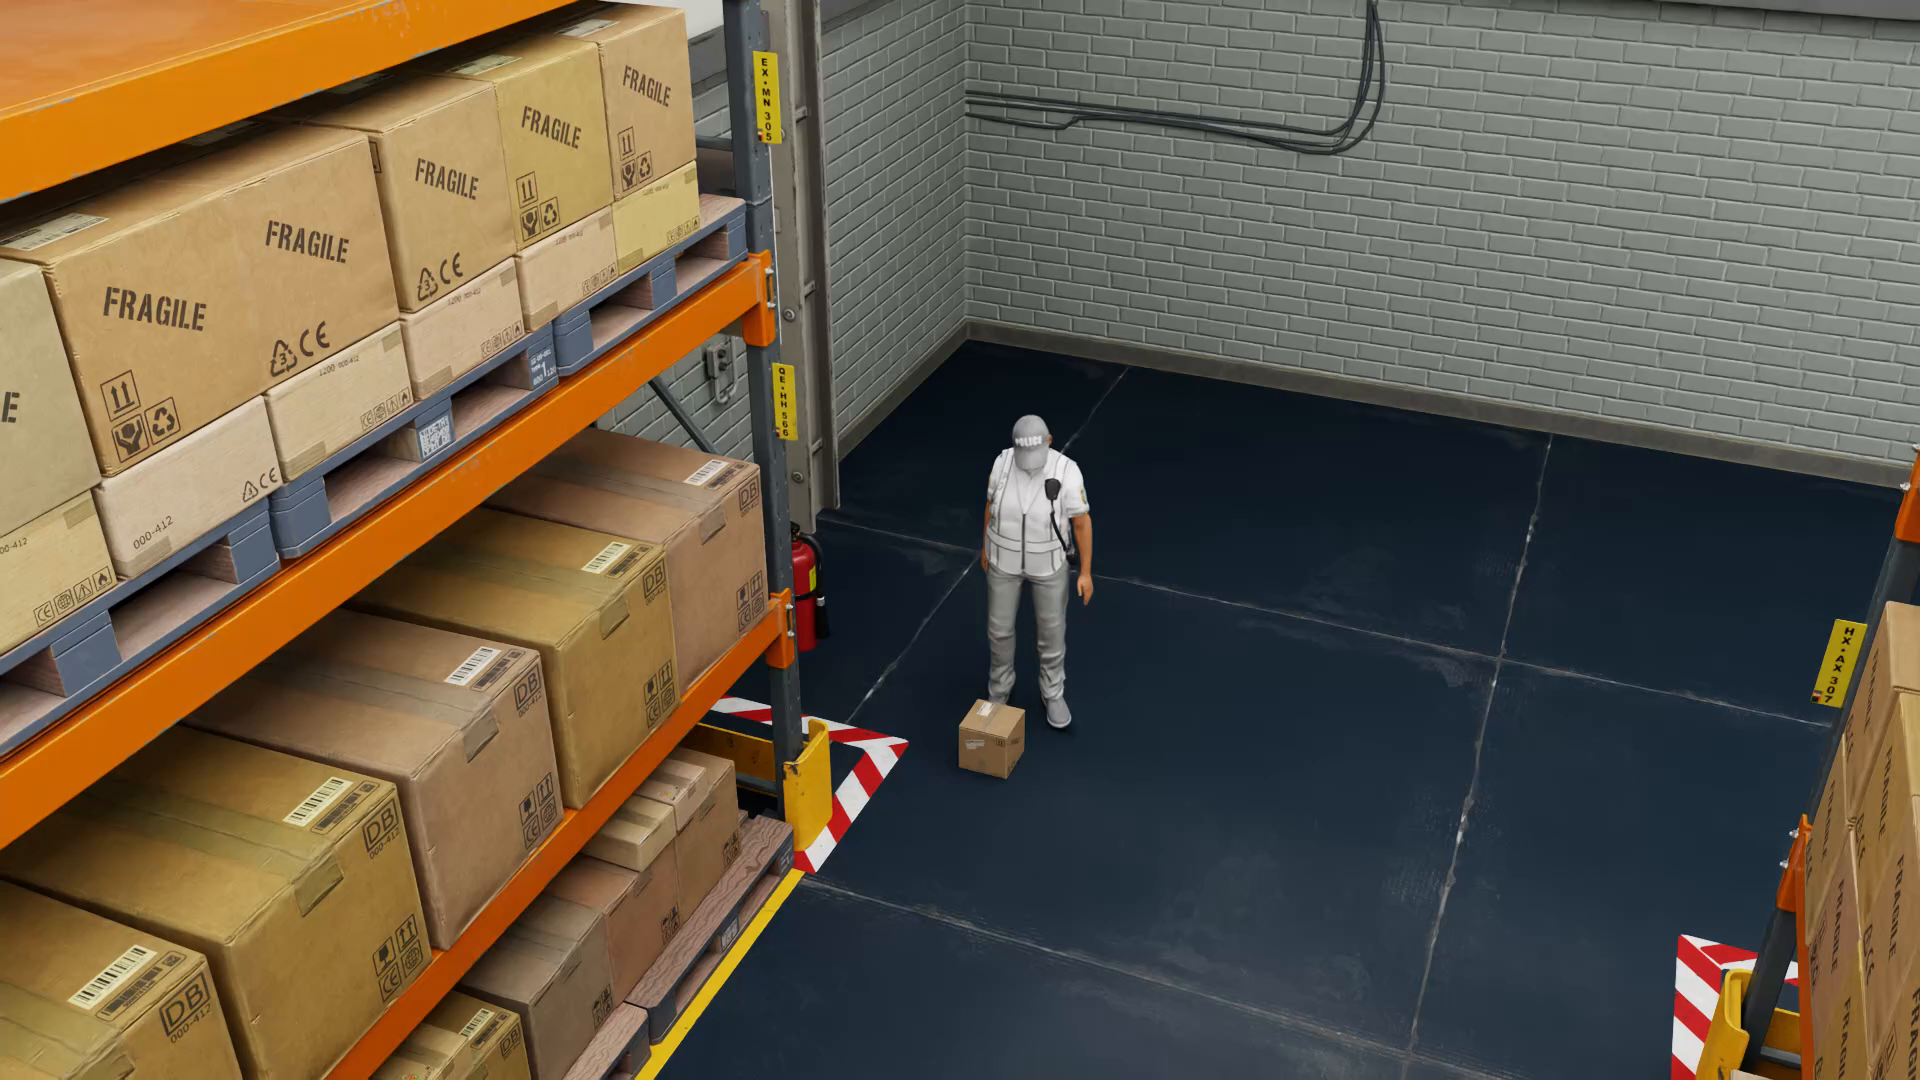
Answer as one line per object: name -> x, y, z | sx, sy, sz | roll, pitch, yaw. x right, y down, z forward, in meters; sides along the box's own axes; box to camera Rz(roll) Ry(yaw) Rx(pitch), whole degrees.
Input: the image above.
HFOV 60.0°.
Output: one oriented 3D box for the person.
person -> 0.369, 0.150, 8.136 | 0.587, 1.697, 0.408 | 5, 30, 9
